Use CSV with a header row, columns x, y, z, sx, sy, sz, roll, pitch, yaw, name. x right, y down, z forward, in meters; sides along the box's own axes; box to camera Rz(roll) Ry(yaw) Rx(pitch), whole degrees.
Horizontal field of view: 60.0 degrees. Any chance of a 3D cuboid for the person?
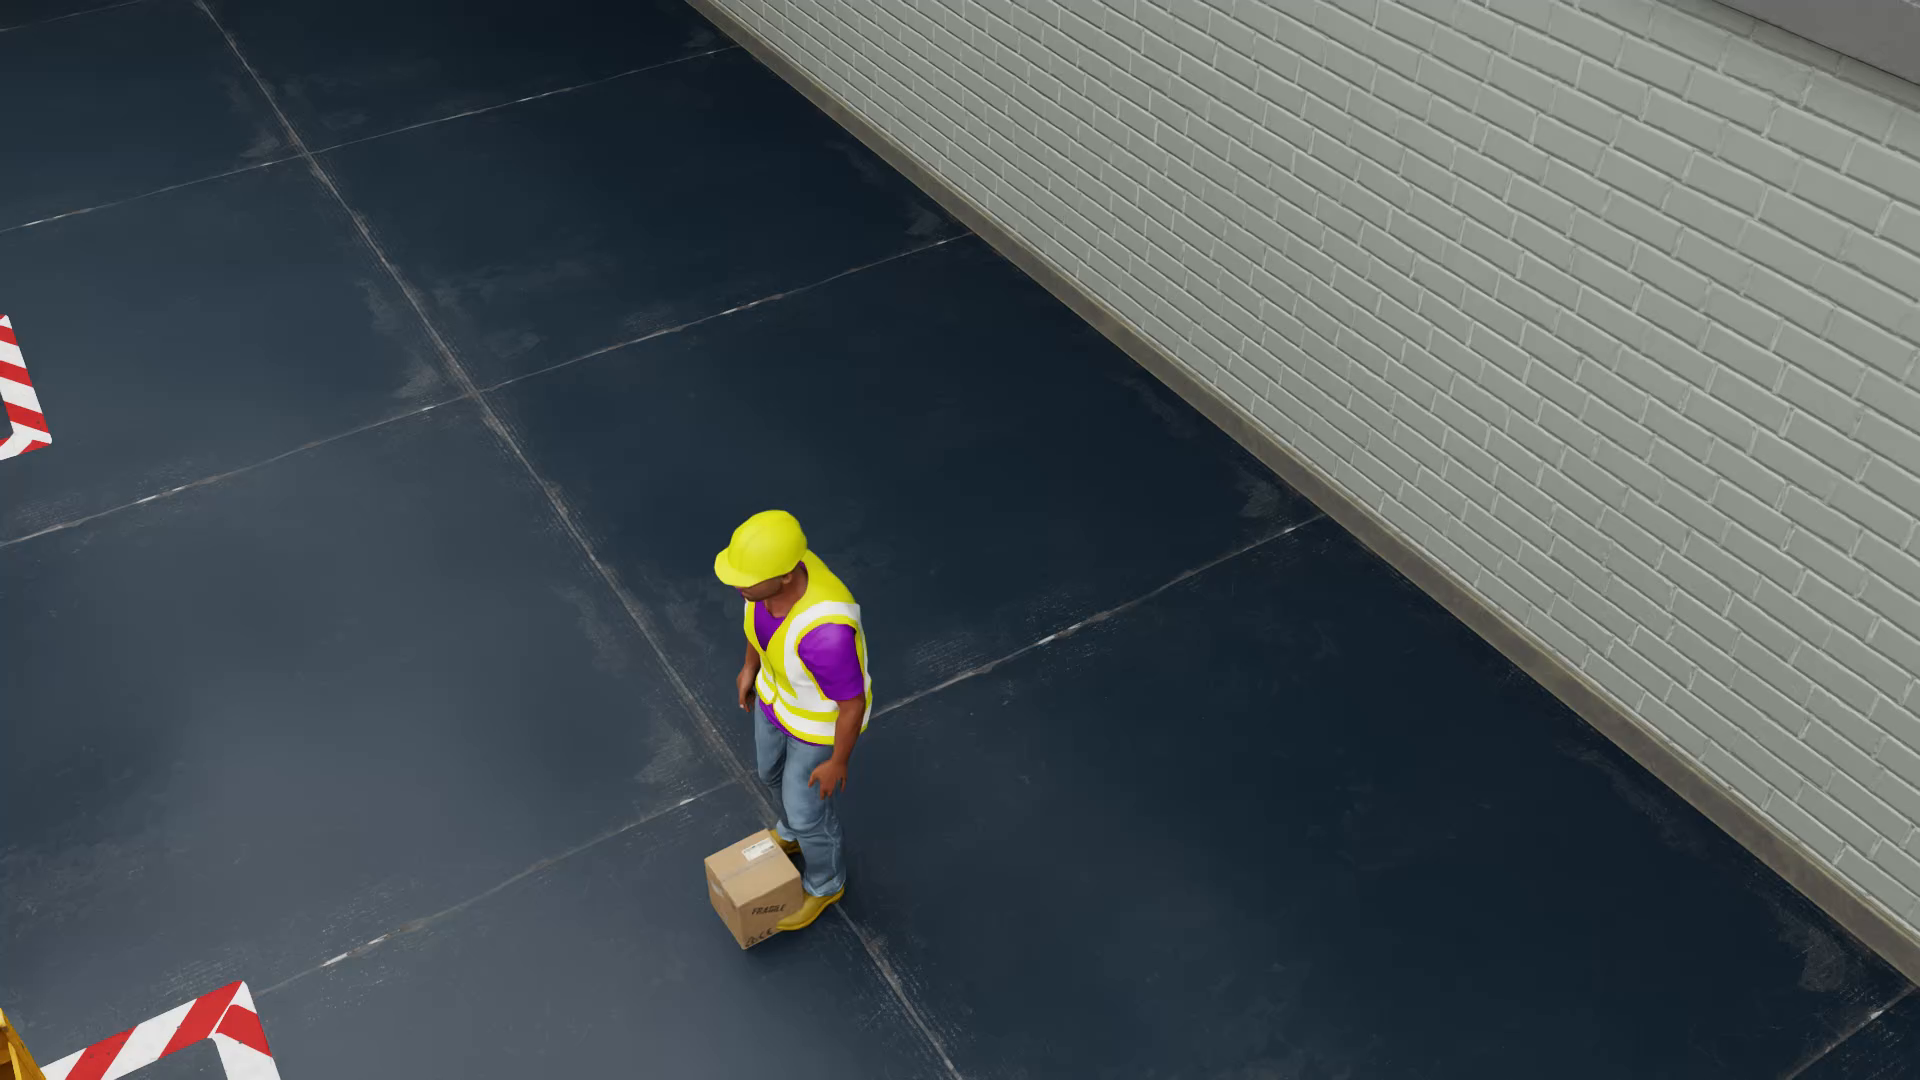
x,y,z,sx,sy,sz,roll,pitch,yaw,name
-0.535,0.571,5.476,0.457,1.760,0.613,-24,46,-26,person
